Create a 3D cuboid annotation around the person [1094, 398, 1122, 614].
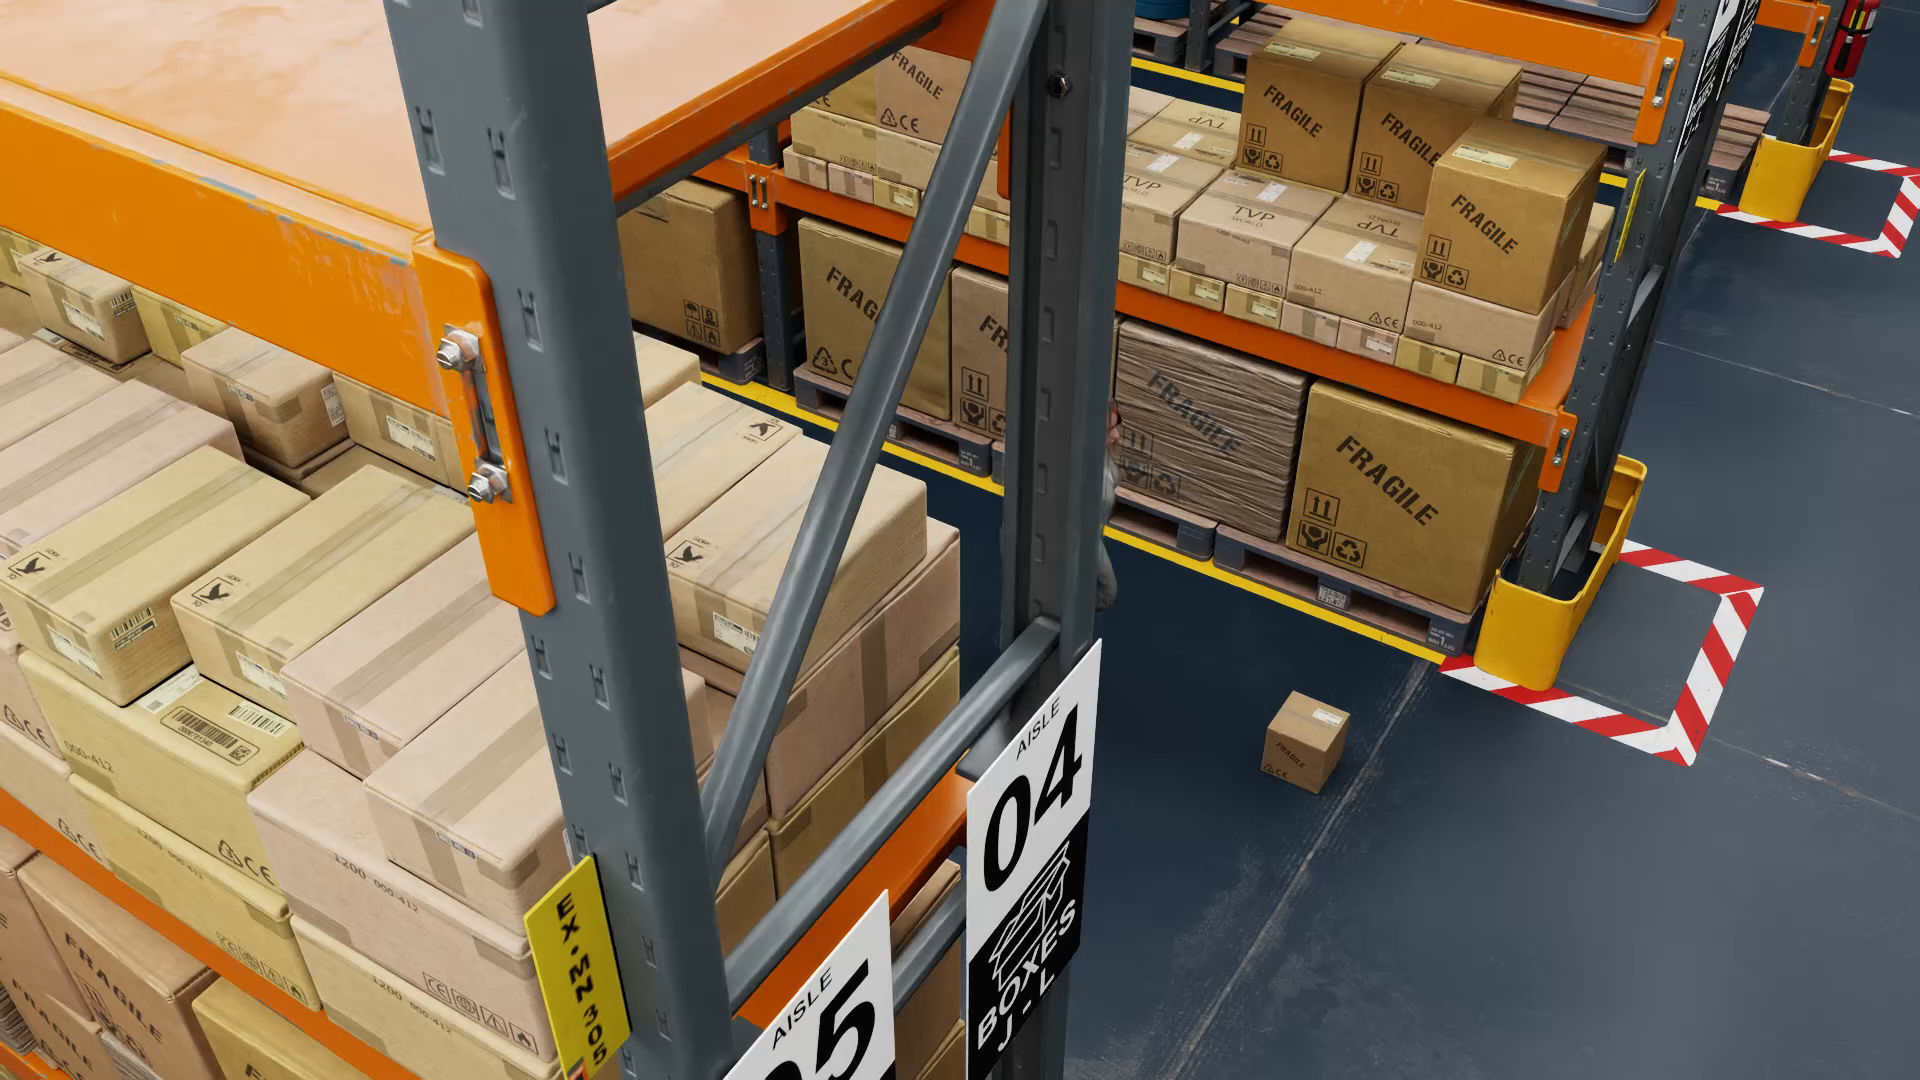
[{"bbox_3d":[0.407,0.048,6.581,0.420,1.587,0.450,10,40,12],"label":"person"}]
